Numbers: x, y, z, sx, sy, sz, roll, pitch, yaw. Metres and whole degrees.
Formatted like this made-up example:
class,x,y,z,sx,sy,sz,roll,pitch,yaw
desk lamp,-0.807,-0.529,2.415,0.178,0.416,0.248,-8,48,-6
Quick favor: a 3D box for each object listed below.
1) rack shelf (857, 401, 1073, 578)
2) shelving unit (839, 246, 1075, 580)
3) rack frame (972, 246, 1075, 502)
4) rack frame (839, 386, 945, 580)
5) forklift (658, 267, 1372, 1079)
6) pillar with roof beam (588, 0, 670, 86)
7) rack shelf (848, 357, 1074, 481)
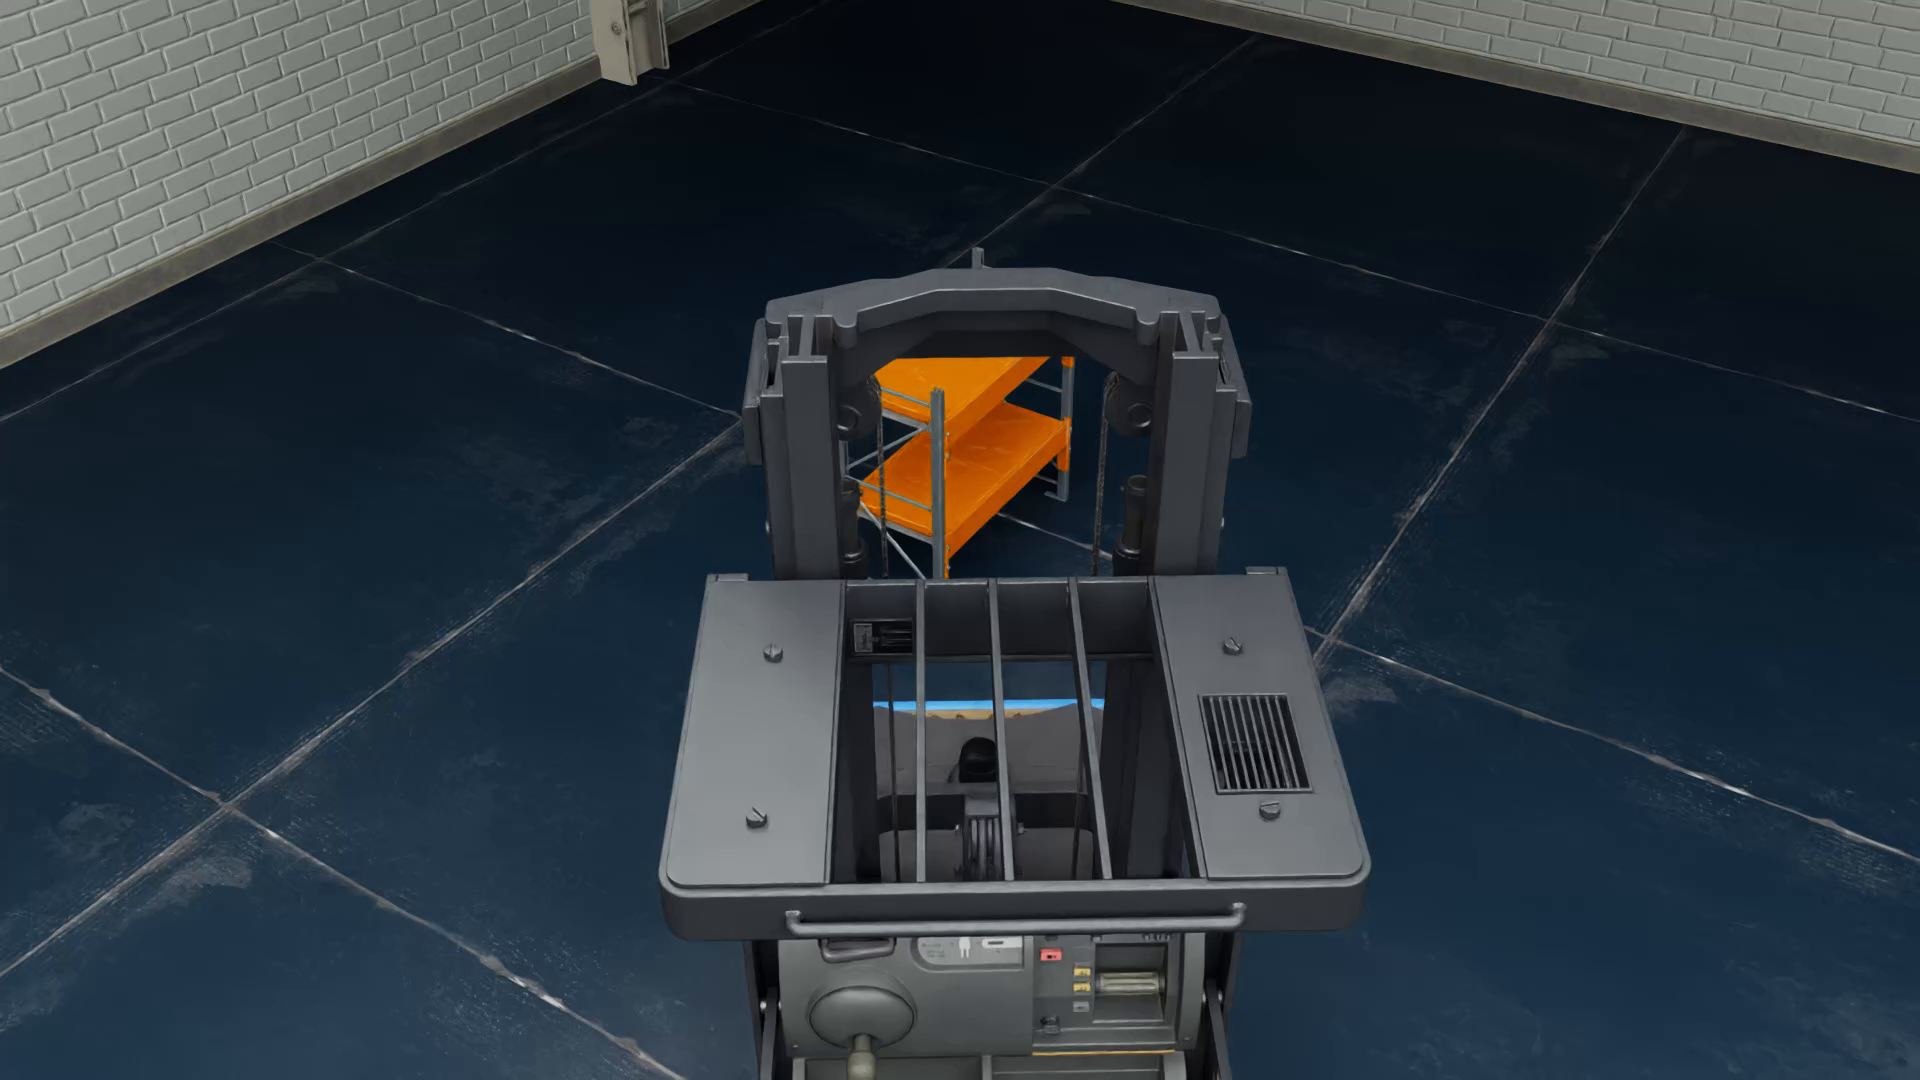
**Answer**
class,x,y,z,sx,sy,sz,roll,pitch,yaw
rack shelf,-0.004,-0.248,7.051,0.538,0.278,1.000,21,42,25
shelving unit,-0.004,-0.442,6.902,0.538,1.125,1.048,21,42,25
rack frame,0.269,-0.704,7.242,0.500,1.125,0.032,21,42,25
rack frame,-0.276,-0.180,6.562,0.500,1.125,0.032,21,42,25
forklift,0.077,1.055,3.480,1.130,2.935,3.031,-1,38,-1
pillar with roof beam,1.400,-5.372,6.849,9.100,9.000,0.400,21,42,25
rack shelf,-0.004,-0.674,6.723,0.538,0.278,1.000,21,42,25
